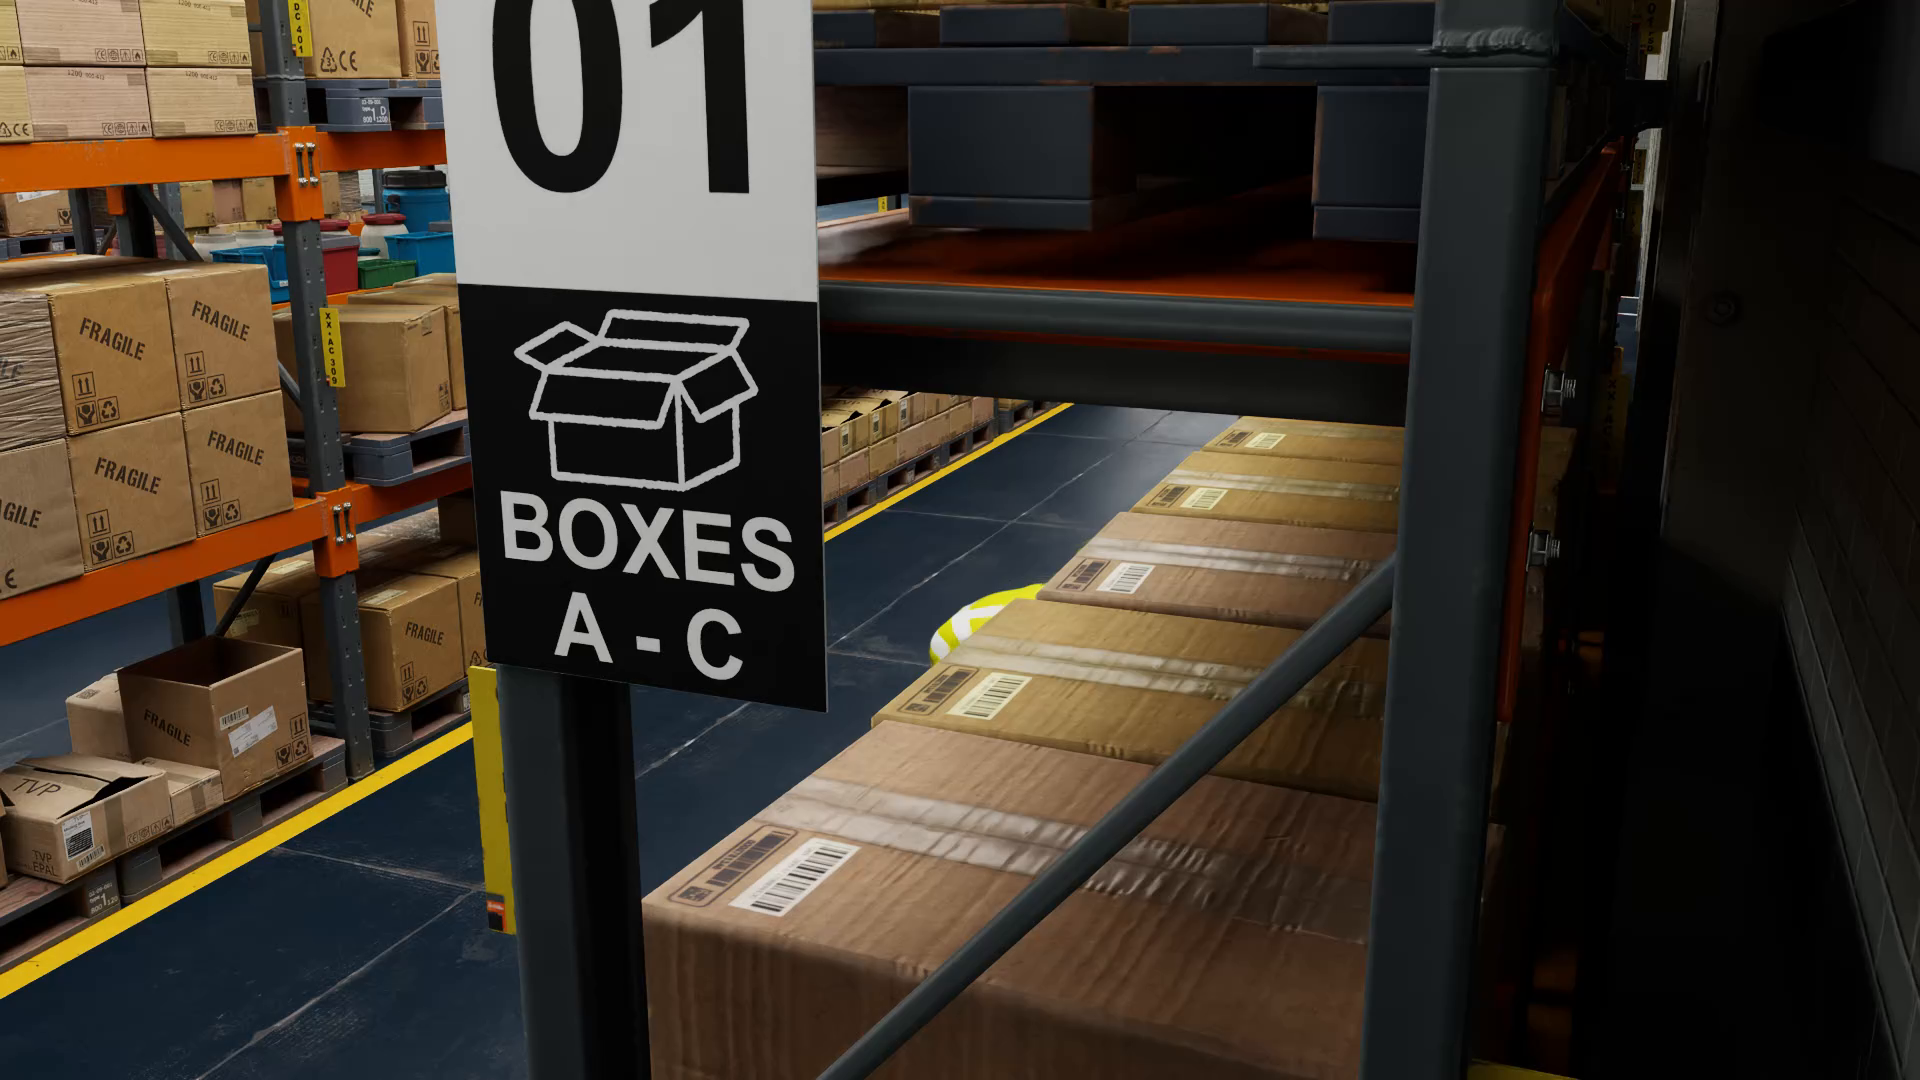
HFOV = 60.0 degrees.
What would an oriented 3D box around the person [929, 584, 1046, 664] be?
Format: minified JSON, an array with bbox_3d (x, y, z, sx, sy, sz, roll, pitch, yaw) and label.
[{"bbox_3d":[0.346,0.603,7.731,0.944,0.861,0.531,6,16,20],"label":"person"}]
